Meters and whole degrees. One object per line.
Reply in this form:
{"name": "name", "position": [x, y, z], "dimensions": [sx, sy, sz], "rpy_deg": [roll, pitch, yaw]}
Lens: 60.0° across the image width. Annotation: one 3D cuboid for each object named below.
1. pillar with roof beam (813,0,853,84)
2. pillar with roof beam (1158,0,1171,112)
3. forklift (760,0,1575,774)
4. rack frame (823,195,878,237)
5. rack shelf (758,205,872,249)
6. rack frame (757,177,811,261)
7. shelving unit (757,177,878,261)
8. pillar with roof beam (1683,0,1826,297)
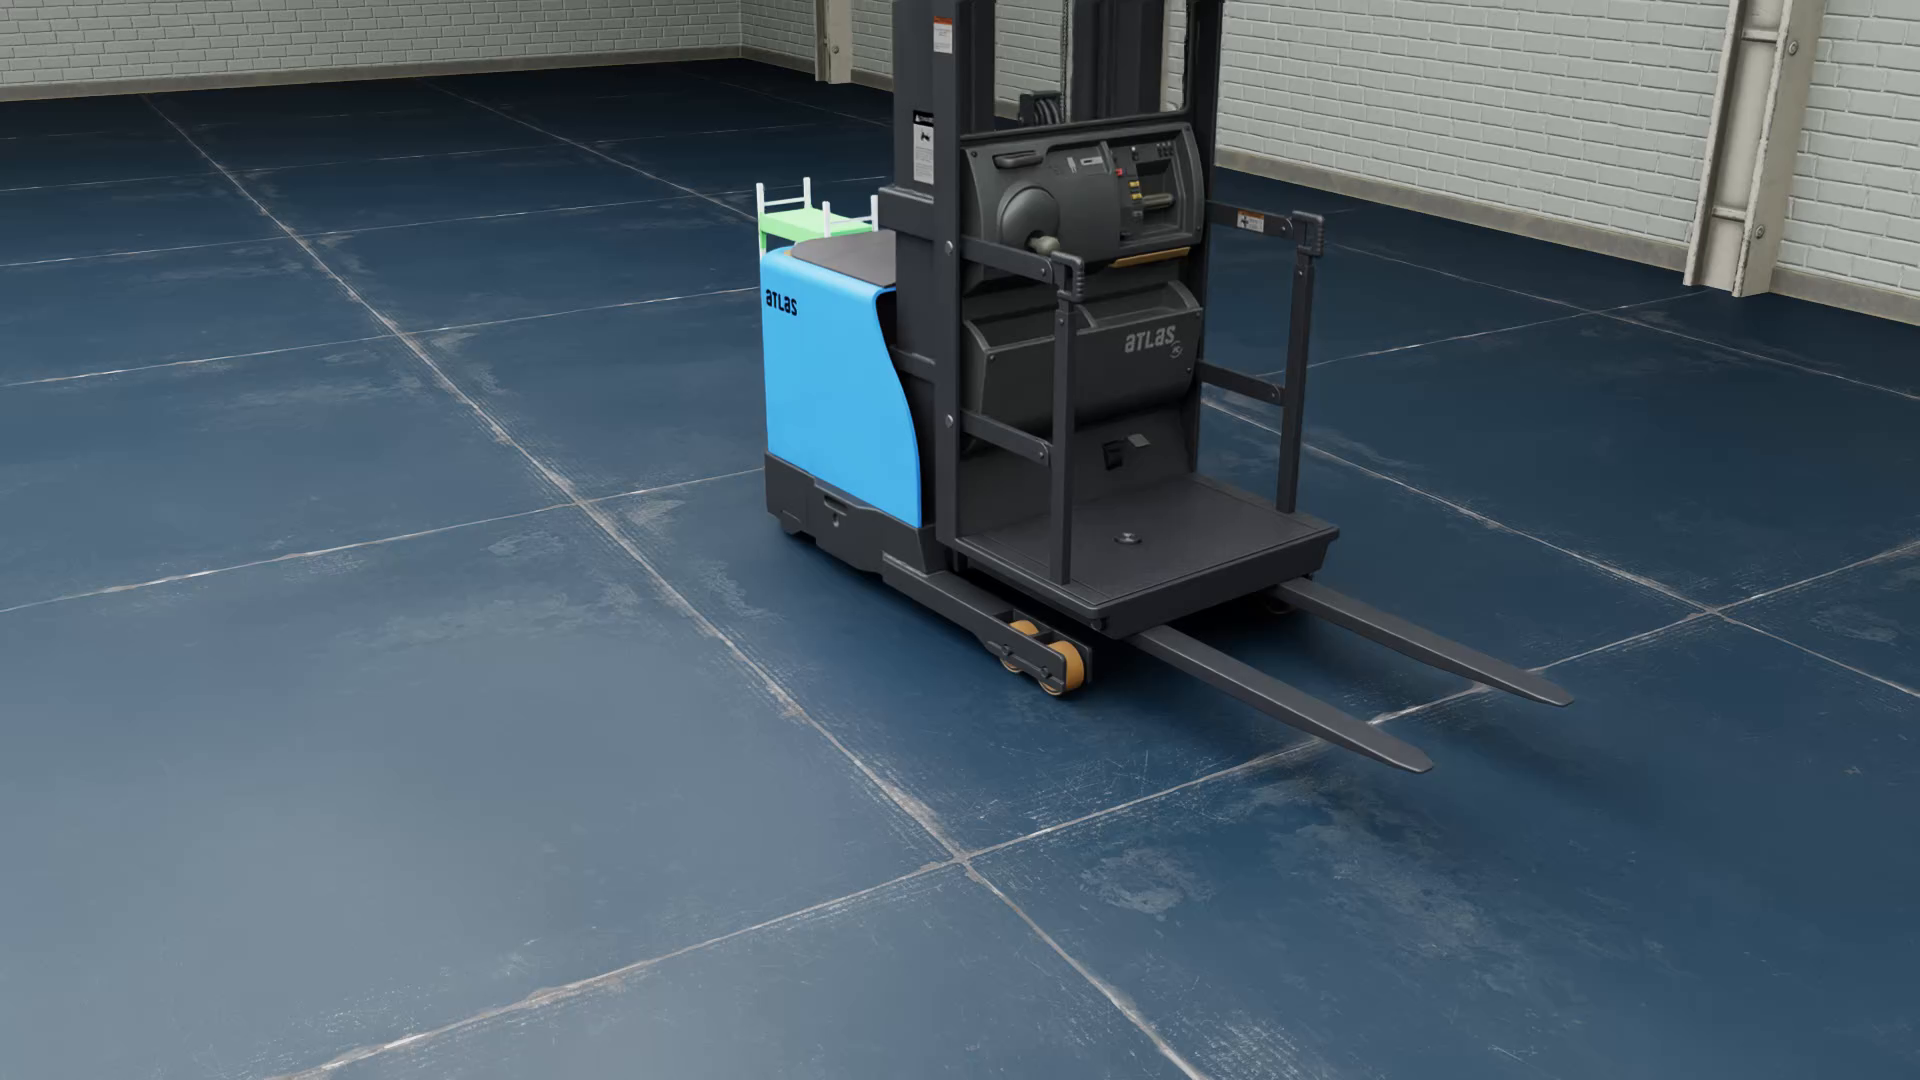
{"name": "pillar with roof beam", "position": [-5.185, -8.756, 15.902], "dimensions": [9.100, 9.000, 0.400], "rpy_deg": [-13, 25, -28]}
{"name": "pillar with roof beam", "position": [-2.120, -6.813, 11.123], "dimensions": [9.100, 9.000, 0.400], "rpy_deg": [-13, 25, -28]}
{"name": "forklift", "position": [0.538, -1.088, 5.095], "dimensions": [1.130, 2.935, 3.031], "rpy_deg": [-16, 27, -34]}
{"name": "rack frame", "position": [-0.416, -0.739, 6.536], "dimensions": [0.240, 1.200, 0.015], "rpy_deg": [-16, 27, -34]}
{"name": "rack shelf", "position": [-0.562, -1.198, 6.561], "dimensions": [0.258, 0.148, 0.480], "rpy_deg": [-16, 27, -34]}
{"name": "rack frame", "position": [-0.709, -0.886, 6.898], "dimensions": [0.240, 1.200, 0.015], "rpy_deg": [-16, 27, -34]}
{"name": "shelving unit", "position": [-0.562, -0.813, 6.717], "dimensions": [0.258, 1.200, 0.503], "rpy_deg": [-16, 27, -34]}
{"name": "pillar with roof beam", "position": [0.945, -4.871, 6.345], "dimensions": [9.100, 9.000, 0.400], "rpy_deg": [-13, 25, -28]}
